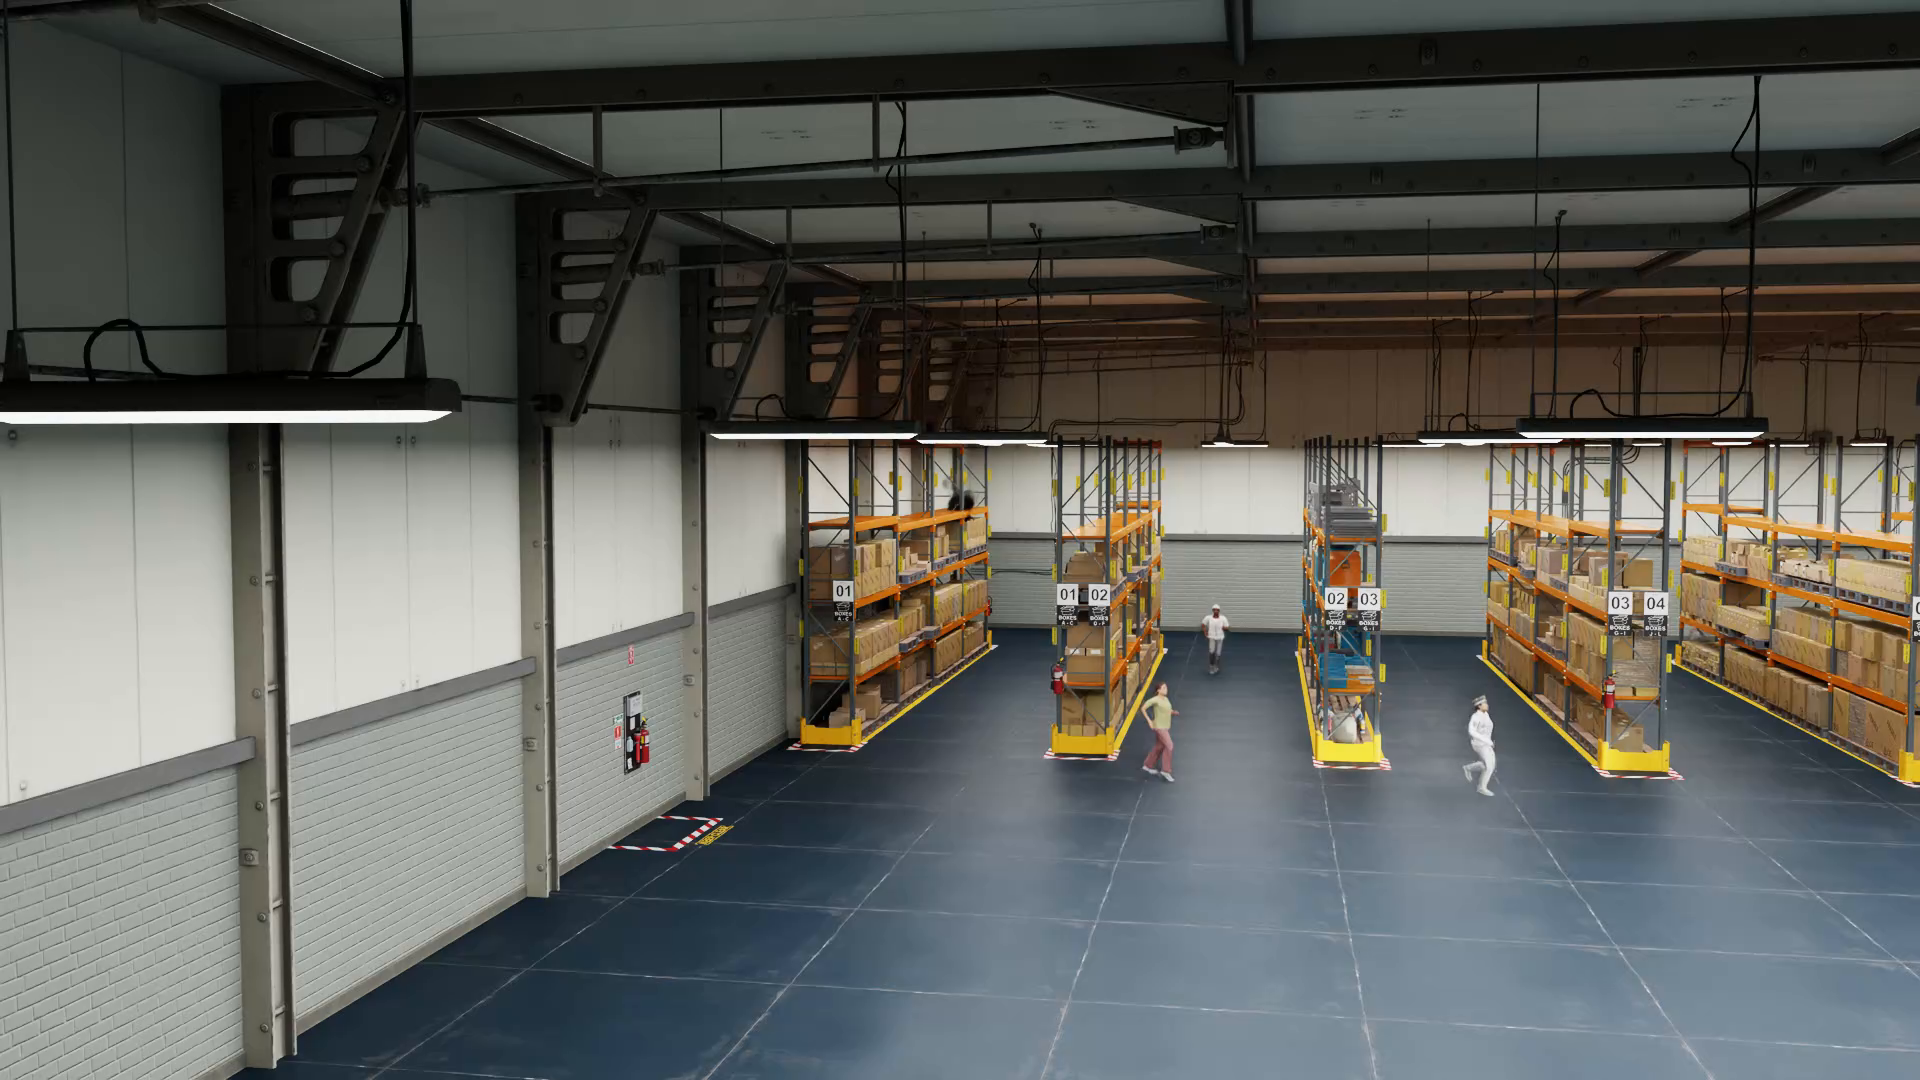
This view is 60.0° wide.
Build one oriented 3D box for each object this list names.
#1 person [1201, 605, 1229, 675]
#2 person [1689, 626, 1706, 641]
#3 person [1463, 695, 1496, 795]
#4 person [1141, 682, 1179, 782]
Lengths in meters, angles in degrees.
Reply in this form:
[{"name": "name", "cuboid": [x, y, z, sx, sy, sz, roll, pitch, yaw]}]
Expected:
[{"name": "person", "cuboid": [6.534, 2.553, 42.495, 0.675, 1.805, 0.689, 0, 3, 3]}, {"name": "person", "cuboid": [20.326, 2.511, 45.795, 0.529, 1.464, 0.714, 3, 4, 40]}, {"name": "person", "cuboid": [8.659, 3.409, 27.719, 0.530, 1.664, 0.657, 2, 4, 35]}, {"name": "person", "cuboid": [3.478, 3.319, 28.933, 0.748, 1.728, 0.548, 2, 4, 35]}]
